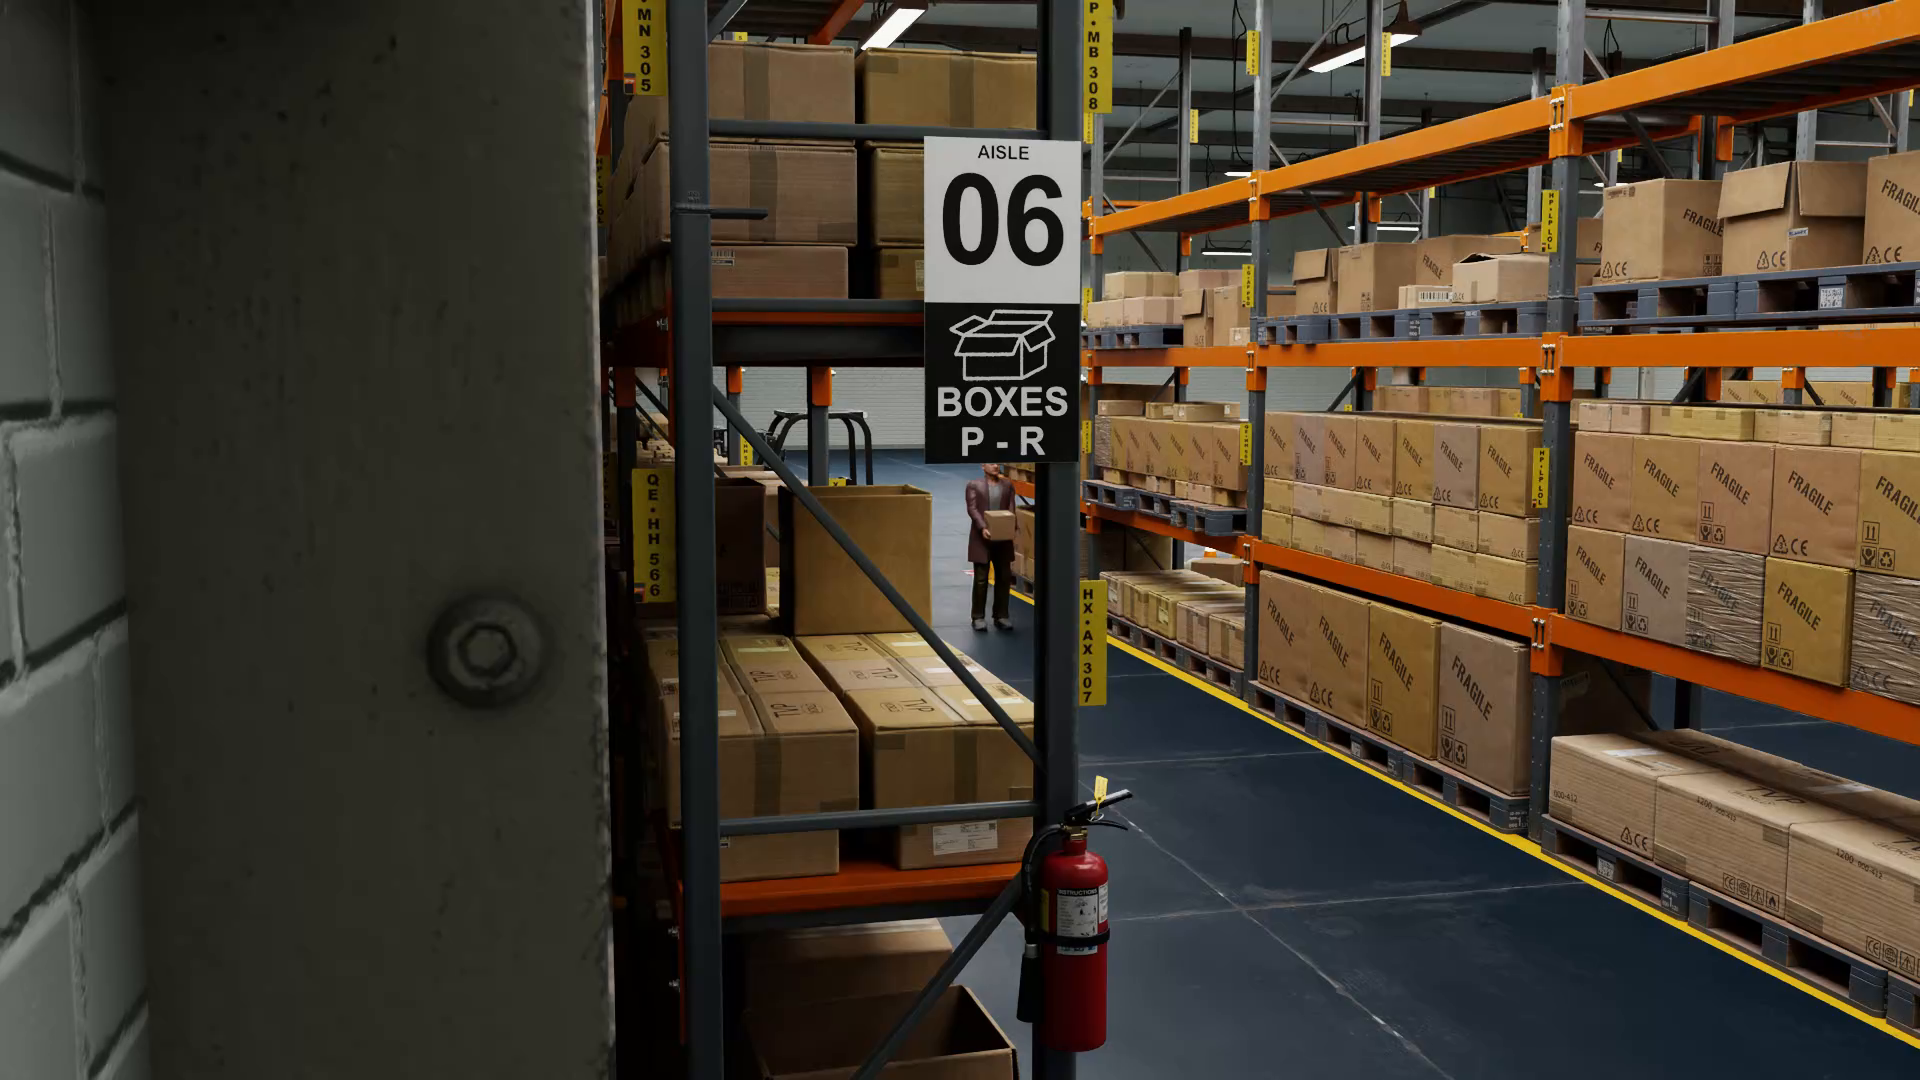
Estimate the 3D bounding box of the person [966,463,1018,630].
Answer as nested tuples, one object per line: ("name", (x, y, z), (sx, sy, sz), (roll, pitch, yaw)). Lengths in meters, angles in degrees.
("person", (0.347, 0.019, 16.728), (0.530, 1.769, 0.563), (-2, 6, -17))
